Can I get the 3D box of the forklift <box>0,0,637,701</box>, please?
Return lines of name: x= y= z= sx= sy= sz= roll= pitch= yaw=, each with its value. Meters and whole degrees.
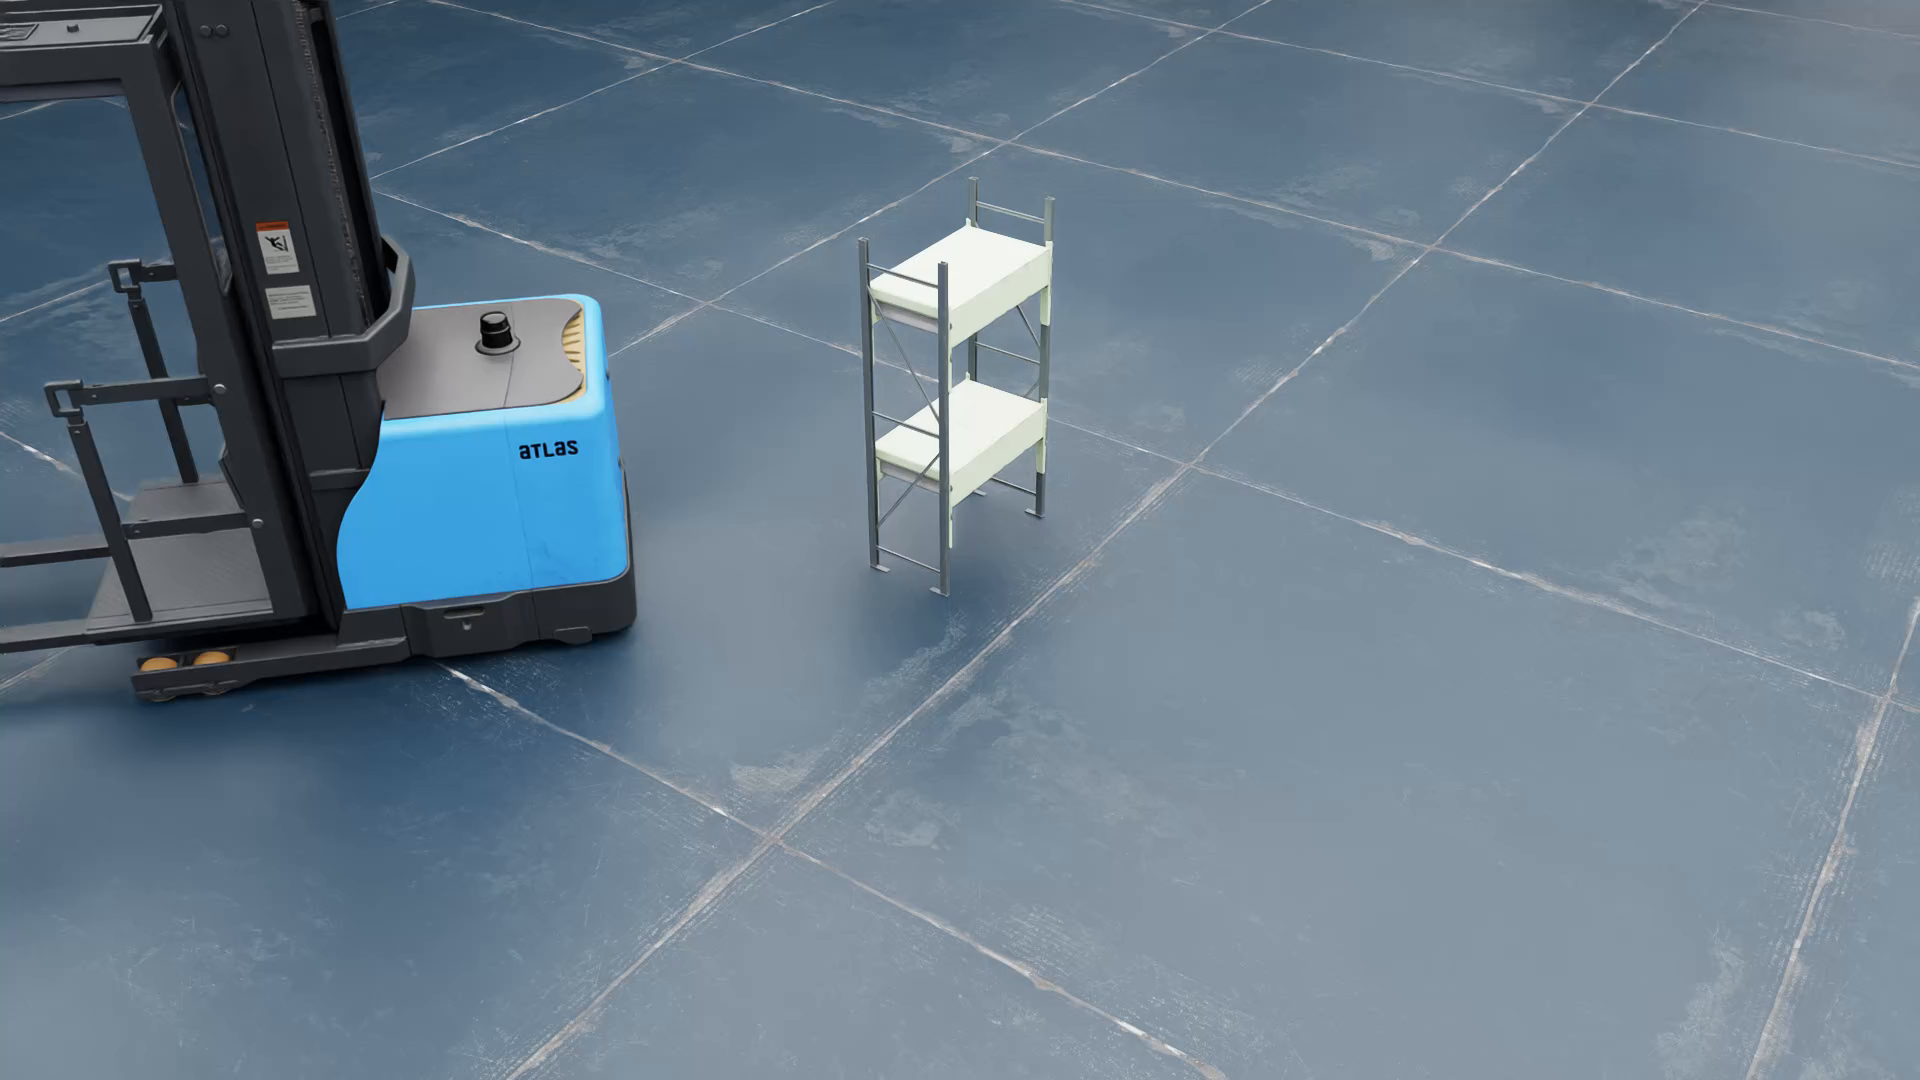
forklift: x=-2.867 y=-0.923 z=5.998 sx=3.031 sy=2.935 sz=1.130 roll=-6 pitch=35 yaw=-9

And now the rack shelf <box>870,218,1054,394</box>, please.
rack shelf: x=-0.004 y=-0.941 z=6.607 sx=0.431 sy=0.370 sz=0.720 roll=21 pitch=39 yaw=28

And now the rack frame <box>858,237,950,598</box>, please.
rack frame: x=-0.212 y=-0.450 z=6.576 sx=0.400 sy=1.500 sz=0.023 roll=21 pitch=39 yaw=28

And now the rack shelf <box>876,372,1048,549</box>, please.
rack shelf: x=-0.004 y=-0.348 z=7.008 sx=0.431 sy=0.370 sz=0.720 roll=21 pitch=39 yaw=28

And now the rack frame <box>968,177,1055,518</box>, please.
rack frame: x=0.205 y=-0.787 z=7.074 sx=0.400 sy=1.500 sz=0.023 roll=21 pitch=39 yaw=28

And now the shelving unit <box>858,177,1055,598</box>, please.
shelving unit: x=-0.004 y=-0.618 z=6.825 sx=0.431 sy=1.500 sz=0.755 roll=21 pitch=39 yaw=28
